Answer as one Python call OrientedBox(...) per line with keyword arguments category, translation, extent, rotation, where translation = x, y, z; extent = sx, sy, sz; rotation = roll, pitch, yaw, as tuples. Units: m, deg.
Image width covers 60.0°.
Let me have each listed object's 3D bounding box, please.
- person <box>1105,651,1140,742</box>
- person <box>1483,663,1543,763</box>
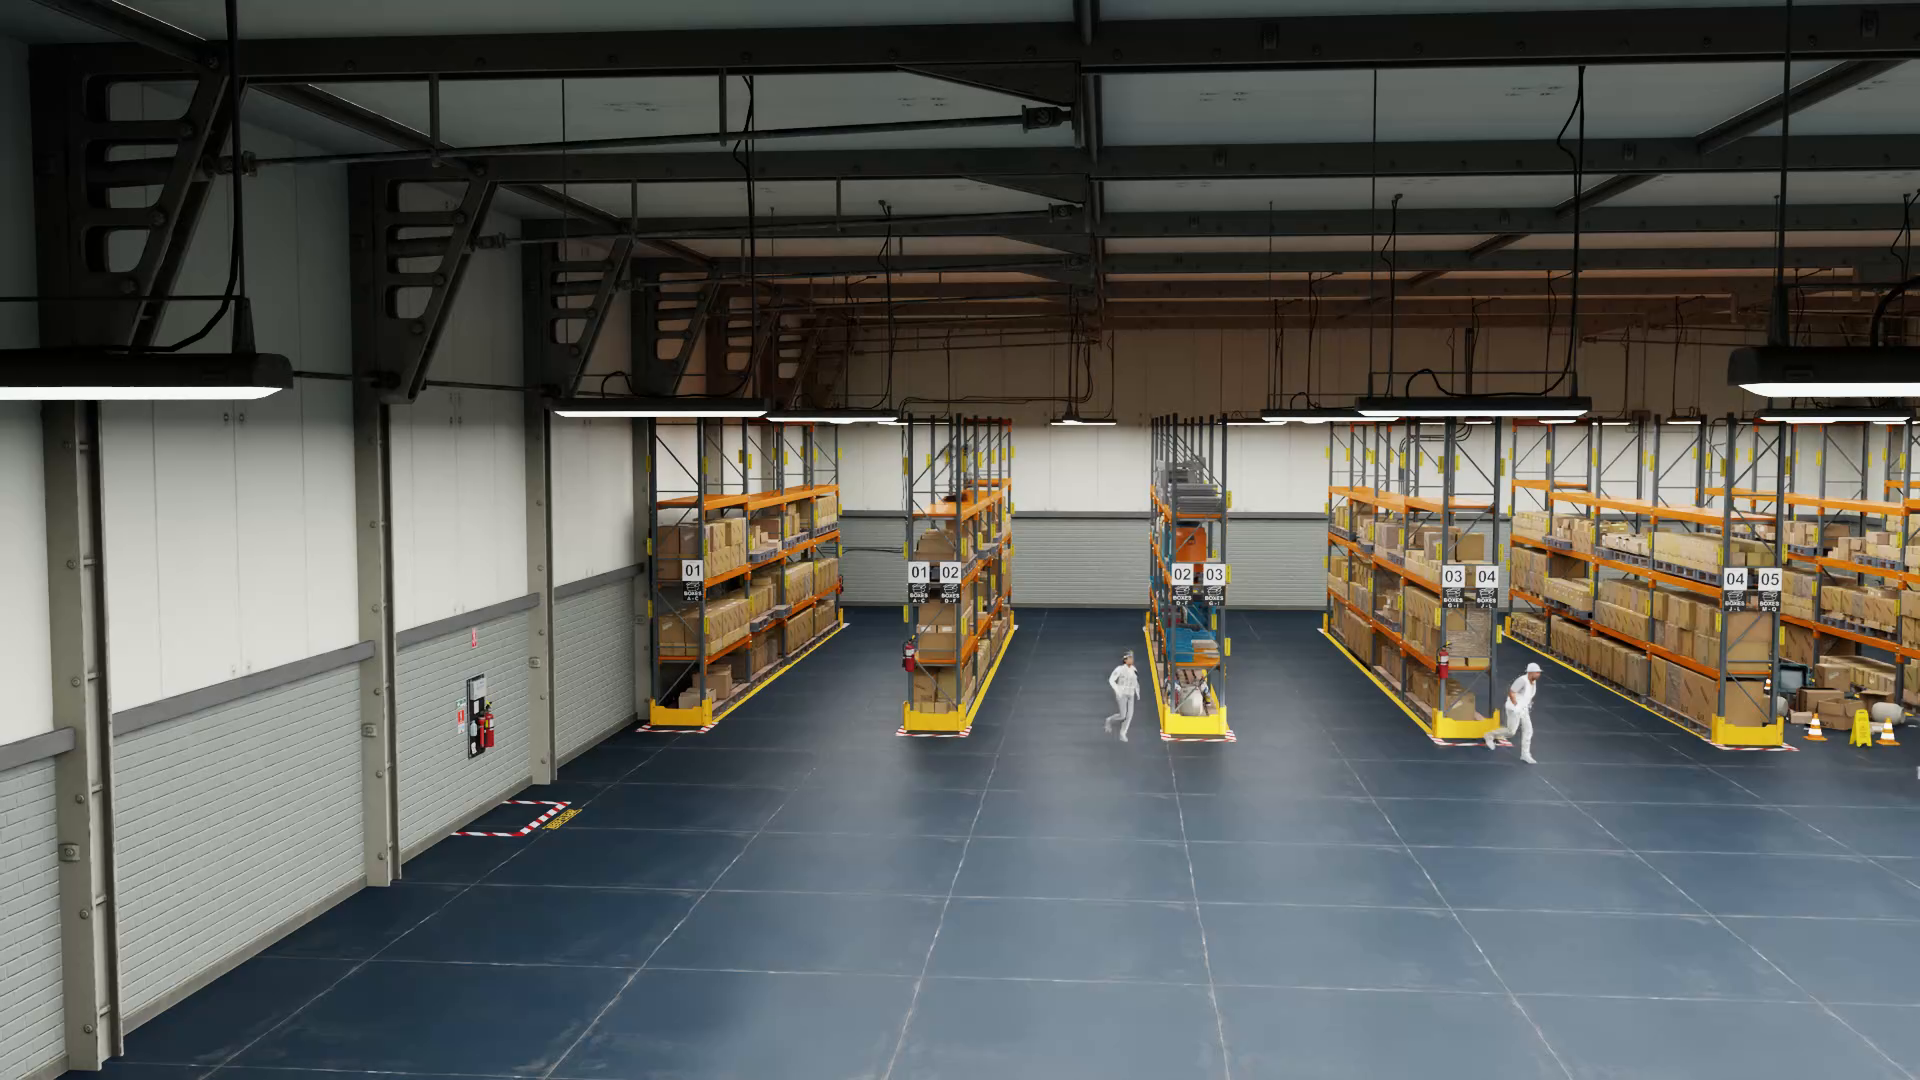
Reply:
OrientedBox(category="person", translation=(3.059, 2.849, 30.602), extent=(0.665, 1.626, 0.669), rotation=(-2, 4, -31))
OrientedBox(category="person", translation=(9.558, 2.955, 28.746), extent=(1.010, 1.725, 0.697), rotation=(3, 5, 37))
